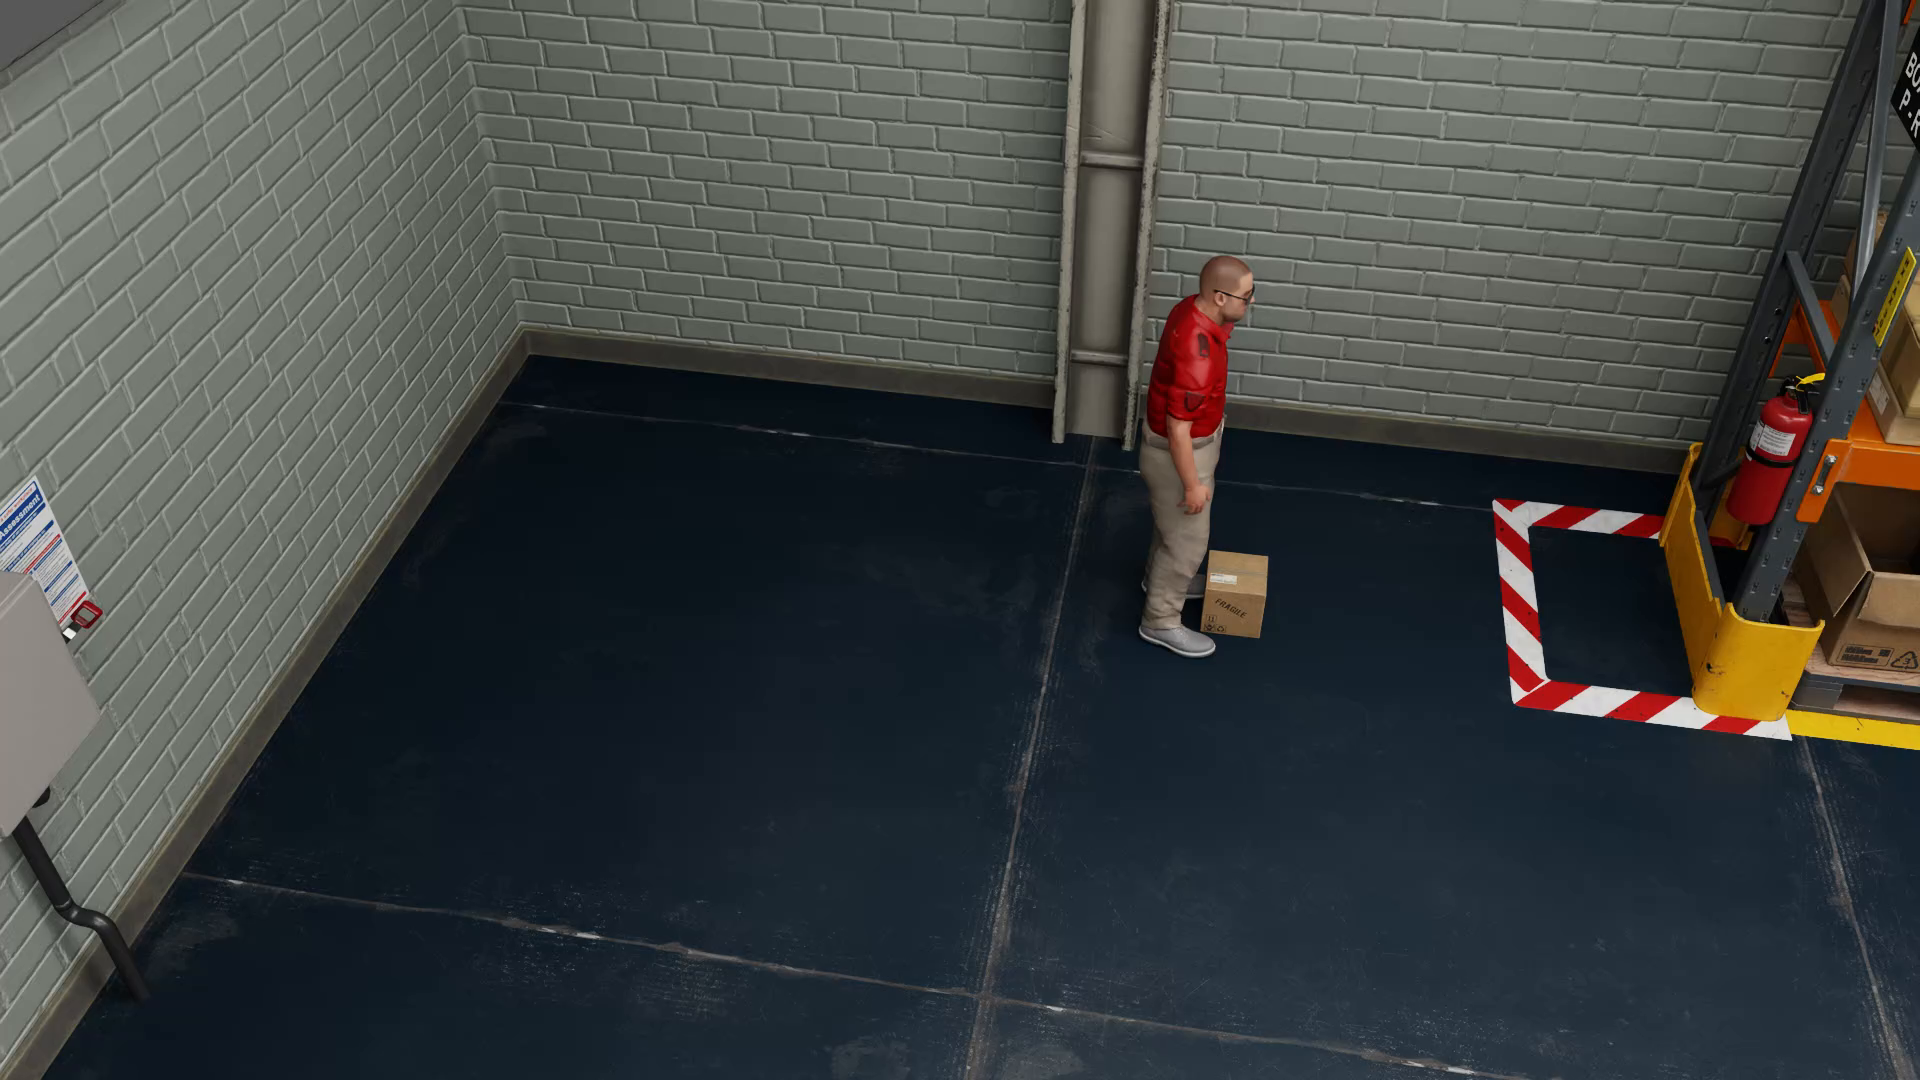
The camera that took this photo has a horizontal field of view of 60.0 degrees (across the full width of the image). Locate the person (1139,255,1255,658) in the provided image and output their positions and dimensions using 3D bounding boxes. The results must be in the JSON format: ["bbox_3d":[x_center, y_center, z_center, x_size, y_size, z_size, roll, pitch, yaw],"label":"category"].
[{"bbox_3d":[0.912,-0.358,6.590,0.391,1.727,0.584,7,41,8],"label":"person"}]
